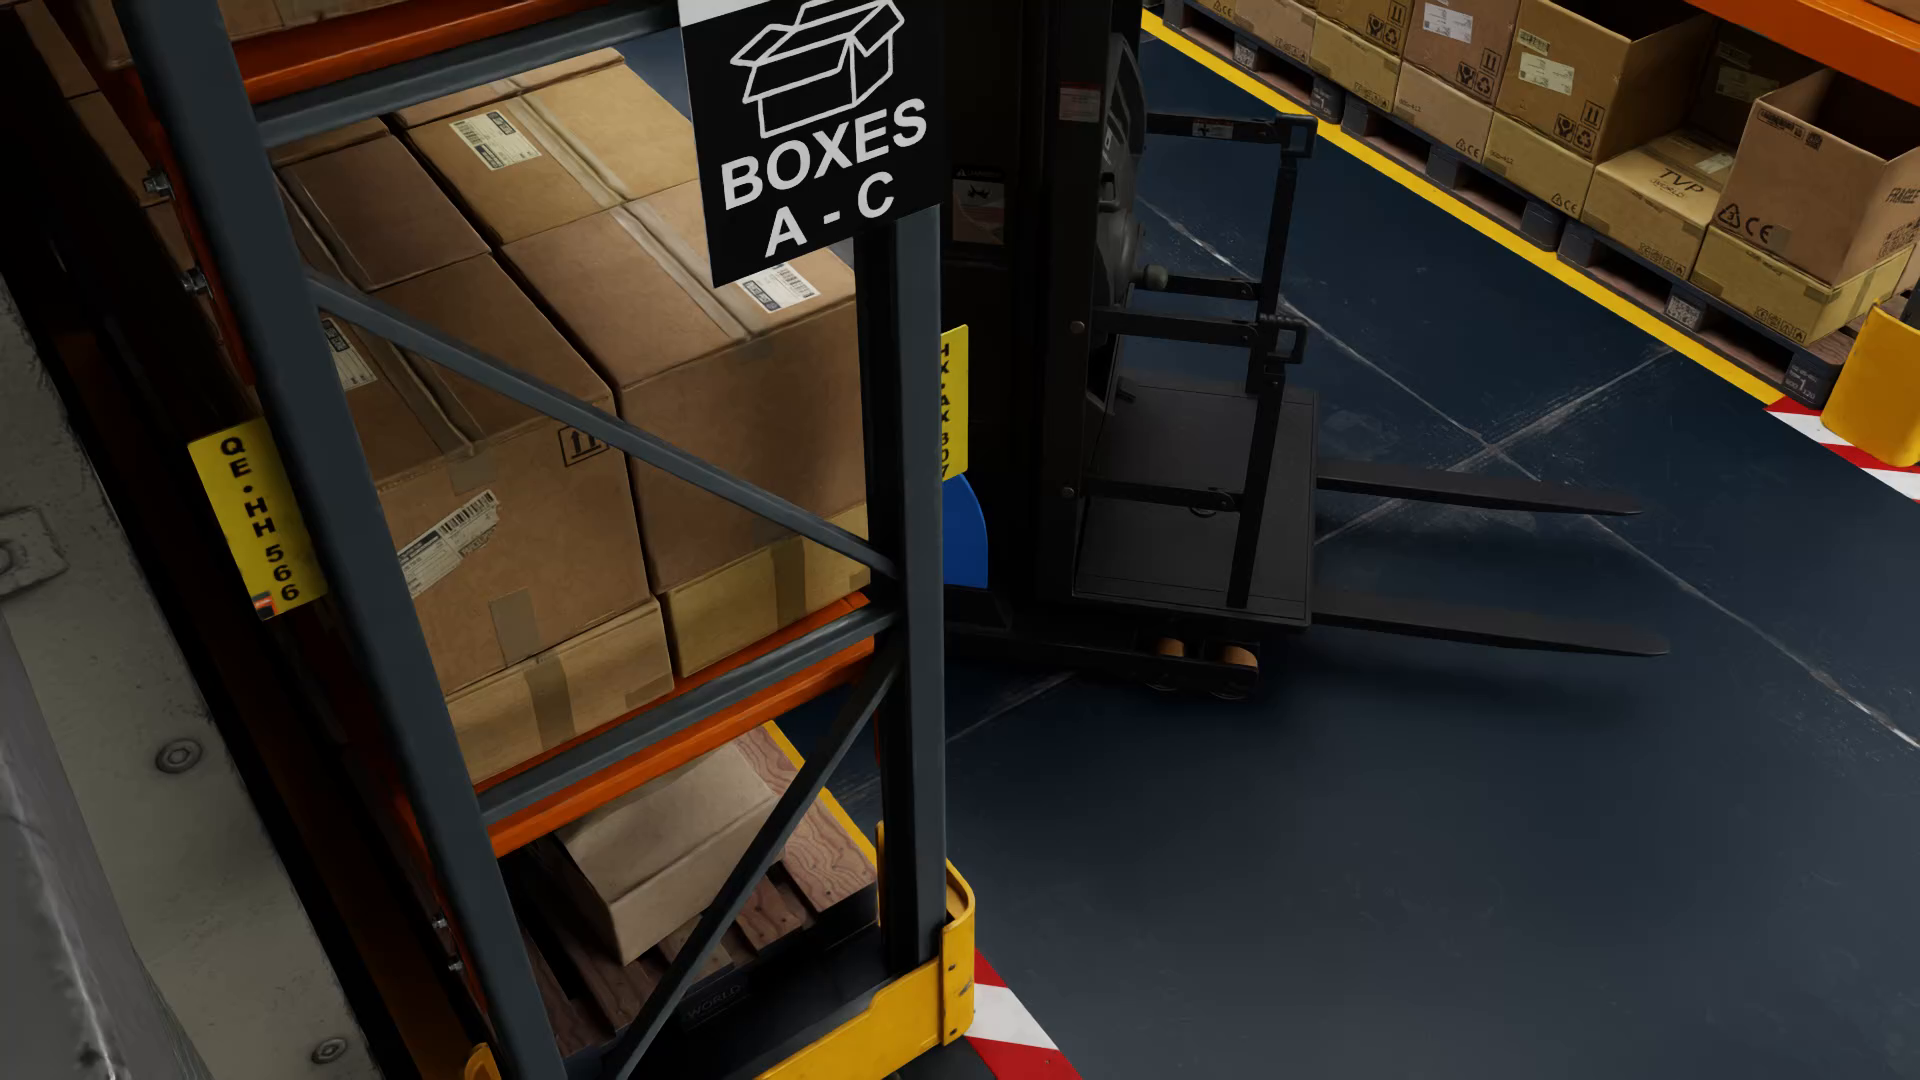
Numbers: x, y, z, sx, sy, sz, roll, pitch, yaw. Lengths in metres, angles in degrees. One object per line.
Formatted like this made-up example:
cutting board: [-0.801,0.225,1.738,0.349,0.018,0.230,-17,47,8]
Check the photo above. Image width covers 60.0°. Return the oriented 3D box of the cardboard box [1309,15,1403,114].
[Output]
cardboard box: [1.879,-2.128,7.198,0.500,0.250,0.500,-26,49,-24]

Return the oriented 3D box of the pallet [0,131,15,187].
pallet: [-3.910,-2.087,7.489,1.003,0.211,1.213,-26,49,-24]

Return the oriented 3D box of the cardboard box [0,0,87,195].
cardboard box: [-2.091,-1.261,4.154,0.500,0.500,0.500,-24,49,-23]

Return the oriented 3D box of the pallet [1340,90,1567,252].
pallet: [2.422,-1.756,7.141,1.003,0.211,1.213,-26,49,-24]

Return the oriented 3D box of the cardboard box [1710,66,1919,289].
cardboard box: [3.037,-1.272,5.759,0.500,0.500,0.500,-26,49,-24]

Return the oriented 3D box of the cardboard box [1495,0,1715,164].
cardboard box: [2.452,-1.833,6.347,0.500,0.500,0.500,-26,49,-24]

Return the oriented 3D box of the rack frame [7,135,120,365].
rack frame: [-2.762,-1.964,5.340,1.000,3.000,0.127,-26,49,-24]

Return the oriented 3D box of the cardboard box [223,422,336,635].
cardboard box: [-1.205,-0.130,3.513,0.500,0.250,0.500,-24,49,-23]

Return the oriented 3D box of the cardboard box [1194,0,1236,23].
cardboard box: [1.316,-2.698,7.796,0.500,0.250,0.500,-26,49,-24]

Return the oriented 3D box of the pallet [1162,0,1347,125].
pallet: [1.720,-2.448,7.866,1.003,0.211,1.213,-26,49,-24]

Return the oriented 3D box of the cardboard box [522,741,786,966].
cardboard box: [-0.795,0.687,4.191,0.500,0.311,0.500,-31,52,-29]

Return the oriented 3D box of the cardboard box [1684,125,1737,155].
cardboard box: [3.174,-1.488,6.529,0.500,0.250,0.500,-26,49,-24]

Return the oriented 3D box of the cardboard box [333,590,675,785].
cardboard box: [-0.900,0.160,3.209,0.500,0.250,0.500,-25,49,-24]

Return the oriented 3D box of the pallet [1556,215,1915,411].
pallet: [3.116,-1.066,6.418,1.003,0.211,1.213,-26,49,-24]

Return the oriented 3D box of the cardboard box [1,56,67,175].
cardboard box: [-2.366,-1.284,4.722,0.500,0.250,0.500,-27,50,-26]

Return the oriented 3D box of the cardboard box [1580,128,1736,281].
cardboard box: [2.742,-1.280,6.311,0.500,0.250,0.500,-26,49,-24]

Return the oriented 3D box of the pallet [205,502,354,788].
pallet: [-1.647,0.102,5.195,1.003,0.211,1.213,-26,49,-24]

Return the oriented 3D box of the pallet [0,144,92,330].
pallet: [-3.208,-1.396,6.764,1.003,0.211,1.213,-26,49,-24]

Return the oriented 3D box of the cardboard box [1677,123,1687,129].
cardboard box: [2.888,-1.772,6.825,0.500,0.250,0.500,-26,49,-24]

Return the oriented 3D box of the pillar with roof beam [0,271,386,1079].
pillar with roof beam: [1.948,-3.624,2.734,9.100,9.000,0.400,-26,49,-24]

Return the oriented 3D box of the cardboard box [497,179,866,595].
cardboard box: [-0.500,-0.312,3.160,0.500,0.500,0.500,-26,49,-24]

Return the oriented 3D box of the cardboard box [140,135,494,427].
cardboard box: [-1.197,-0.395,3.247,0.500,0.500,0.500,-25,49,-24]

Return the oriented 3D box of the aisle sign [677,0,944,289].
aisle sign: [-0.186,-0.717,2.151,0.394,0.787,0.004,-26,49,-24]

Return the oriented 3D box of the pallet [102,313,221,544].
pallet: [-2.349,-0.589,5.919,1.003,0.211,1.213,-26,49,-24]

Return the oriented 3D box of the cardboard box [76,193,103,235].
cardboard box: [-2.062,-0.992,4.415,0.500,0.250,0.500,-27,50,-25]

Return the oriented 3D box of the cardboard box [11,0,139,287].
cardboard box: [-1.785,-0.971,3.851,0.500,0.500,0.500,-25,49,-24]

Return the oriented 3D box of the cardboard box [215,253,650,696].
cardboard box: [-0.917,-0.106,2.945,0.500,0.500,0.500,-26,50,-25]

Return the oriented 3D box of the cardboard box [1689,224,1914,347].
cardboard box: [3.038,-1.002,6.019,0.500,0.250,0.500,-26,49,-24]

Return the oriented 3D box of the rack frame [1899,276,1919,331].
rack frame: [3.587,-1.658,5.019,1.000,3.000,0.127,-26,49,-24]

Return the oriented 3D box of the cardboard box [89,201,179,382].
cardboard box: [-1.788,-0.698,4.108,0.500,0.250,0.500,-25,49,-24]

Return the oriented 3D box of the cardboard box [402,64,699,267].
cardboard box: [-0.775,-0.596,3.458,0.500,0.500,0.500,-26,49,-24]

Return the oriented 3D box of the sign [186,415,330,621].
sign: [-0.940,-0.024,2.240,0.100,0.325,0.005,-26,49,-24]

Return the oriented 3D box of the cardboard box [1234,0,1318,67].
cardboard box: [1.598,-2.413,7.497,0.500,0.250,0.500,-26,49,-24]

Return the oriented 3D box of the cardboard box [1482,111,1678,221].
cardboard box: [2.455,-1.563,6.607,0.500,0.250,0.500,-26,49,-24]

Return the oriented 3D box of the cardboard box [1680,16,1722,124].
cardboard box: [2.879,-2.038,6.562,0.500,0.500,0.500,-26,49,-24]

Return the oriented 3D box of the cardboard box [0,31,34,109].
cardboard box: [-2.371,-1.545,4.452,0.500,0.500,0.500,-26,49,-25]

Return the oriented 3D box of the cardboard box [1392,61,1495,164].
cardboard box: [2.170,-1.847,6.904,0.500,0.250,0.500,-26,49,-24]

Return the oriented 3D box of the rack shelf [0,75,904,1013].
rack shelf: [-1.618,-0.571,4.402,1.077,0.370,4.000,-26,49,-24]

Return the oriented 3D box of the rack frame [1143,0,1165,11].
rack frame: [1.299,-3.923,7.392,1.000,3.000,0.127,-26,49,-24]

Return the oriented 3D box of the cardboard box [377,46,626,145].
cardboard box: [-1.065,-0.891,3.767,0.500,0.500,0.500,-27,50,-26]

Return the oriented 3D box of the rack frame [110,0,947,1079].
rack frame: [-0.473,0.301,2.967,1.000,3.000,0.127,-26,49,-24]

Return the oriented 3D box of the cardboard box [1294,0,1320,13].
cardboard box: [1.600,-2.685,7.239,0.500,0.500,0.500,-26,49,-24]

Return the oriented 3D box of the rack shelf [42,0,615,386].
rack shelf: [-1.618,-1.656,3.366,1.077,0.370,4.000,-26,49,-24]

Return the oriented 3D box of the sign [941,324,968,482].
sign: [-0.029,-0.226,2.893,0.100,0.325,0.005,-26,49,-24]

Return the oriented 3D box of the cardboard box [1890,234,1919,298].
cardboard box: [3.463,-1.207,6.234,0.500,0.250,0.500,-26,49,-24]

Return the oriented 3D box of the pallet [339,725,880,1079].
pallet: [-0.953,0.793,4.471,1.003,0.211,1.213,-26,49,-24]

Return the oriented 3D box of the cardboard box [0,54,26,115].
cardboard box: [-2.669,-1.566,5.017,0.500,0.250,0.500,-25,49,-24]

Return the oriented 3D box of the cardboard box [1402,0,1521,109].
cardboard box: [2.167,-2.117,6.644,0.500,0.500,0.500,-26,49,-24]

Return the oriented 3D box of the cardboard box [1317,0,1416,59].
cardboard box: [1.880,-2.399,6.940,0.500,0.500,0.500,-26,49,-24]

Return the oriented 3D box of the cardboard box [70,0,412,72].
cardboard box: [-0.920,-0.963,2.032,0.500,0.500,0.500,-22,48,-22]

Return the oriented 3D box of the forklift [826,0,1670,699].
forklift: [0.614,-0.984,4.363,3.031,2.935,1.130,7,44,7]

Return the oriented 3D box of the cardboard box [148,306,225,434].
cardboard box: [-1.497,-0.413,3.809,0.500,0.250,0.500,-26,49,-25]

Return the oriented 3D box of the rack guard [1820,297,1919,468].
rack guard: [3.601,-0.740,5.868,1.175,0.500,0.348,-26,49,-24]

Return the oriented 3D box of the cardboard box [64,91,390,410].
cardboard box: [-1.497,-0.686,3.552,0.500,0.500,0.500,-27,50,-25]

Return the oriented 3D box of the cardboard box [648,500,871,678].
cardboard box: [-0.492,-0.054,3.433,0.500,0.250,0.500,-27,50,-26]

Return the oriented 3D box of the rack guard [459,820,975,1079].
rack guard: [-0.517,1.162,3.875,1.175,0.500,0.348,-26,49,-24]

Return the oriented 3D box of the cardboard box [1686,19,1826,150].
cardboard box: [3.175,-1.760,6.270,0.500,0.500,0.500,-26,49,-24]
